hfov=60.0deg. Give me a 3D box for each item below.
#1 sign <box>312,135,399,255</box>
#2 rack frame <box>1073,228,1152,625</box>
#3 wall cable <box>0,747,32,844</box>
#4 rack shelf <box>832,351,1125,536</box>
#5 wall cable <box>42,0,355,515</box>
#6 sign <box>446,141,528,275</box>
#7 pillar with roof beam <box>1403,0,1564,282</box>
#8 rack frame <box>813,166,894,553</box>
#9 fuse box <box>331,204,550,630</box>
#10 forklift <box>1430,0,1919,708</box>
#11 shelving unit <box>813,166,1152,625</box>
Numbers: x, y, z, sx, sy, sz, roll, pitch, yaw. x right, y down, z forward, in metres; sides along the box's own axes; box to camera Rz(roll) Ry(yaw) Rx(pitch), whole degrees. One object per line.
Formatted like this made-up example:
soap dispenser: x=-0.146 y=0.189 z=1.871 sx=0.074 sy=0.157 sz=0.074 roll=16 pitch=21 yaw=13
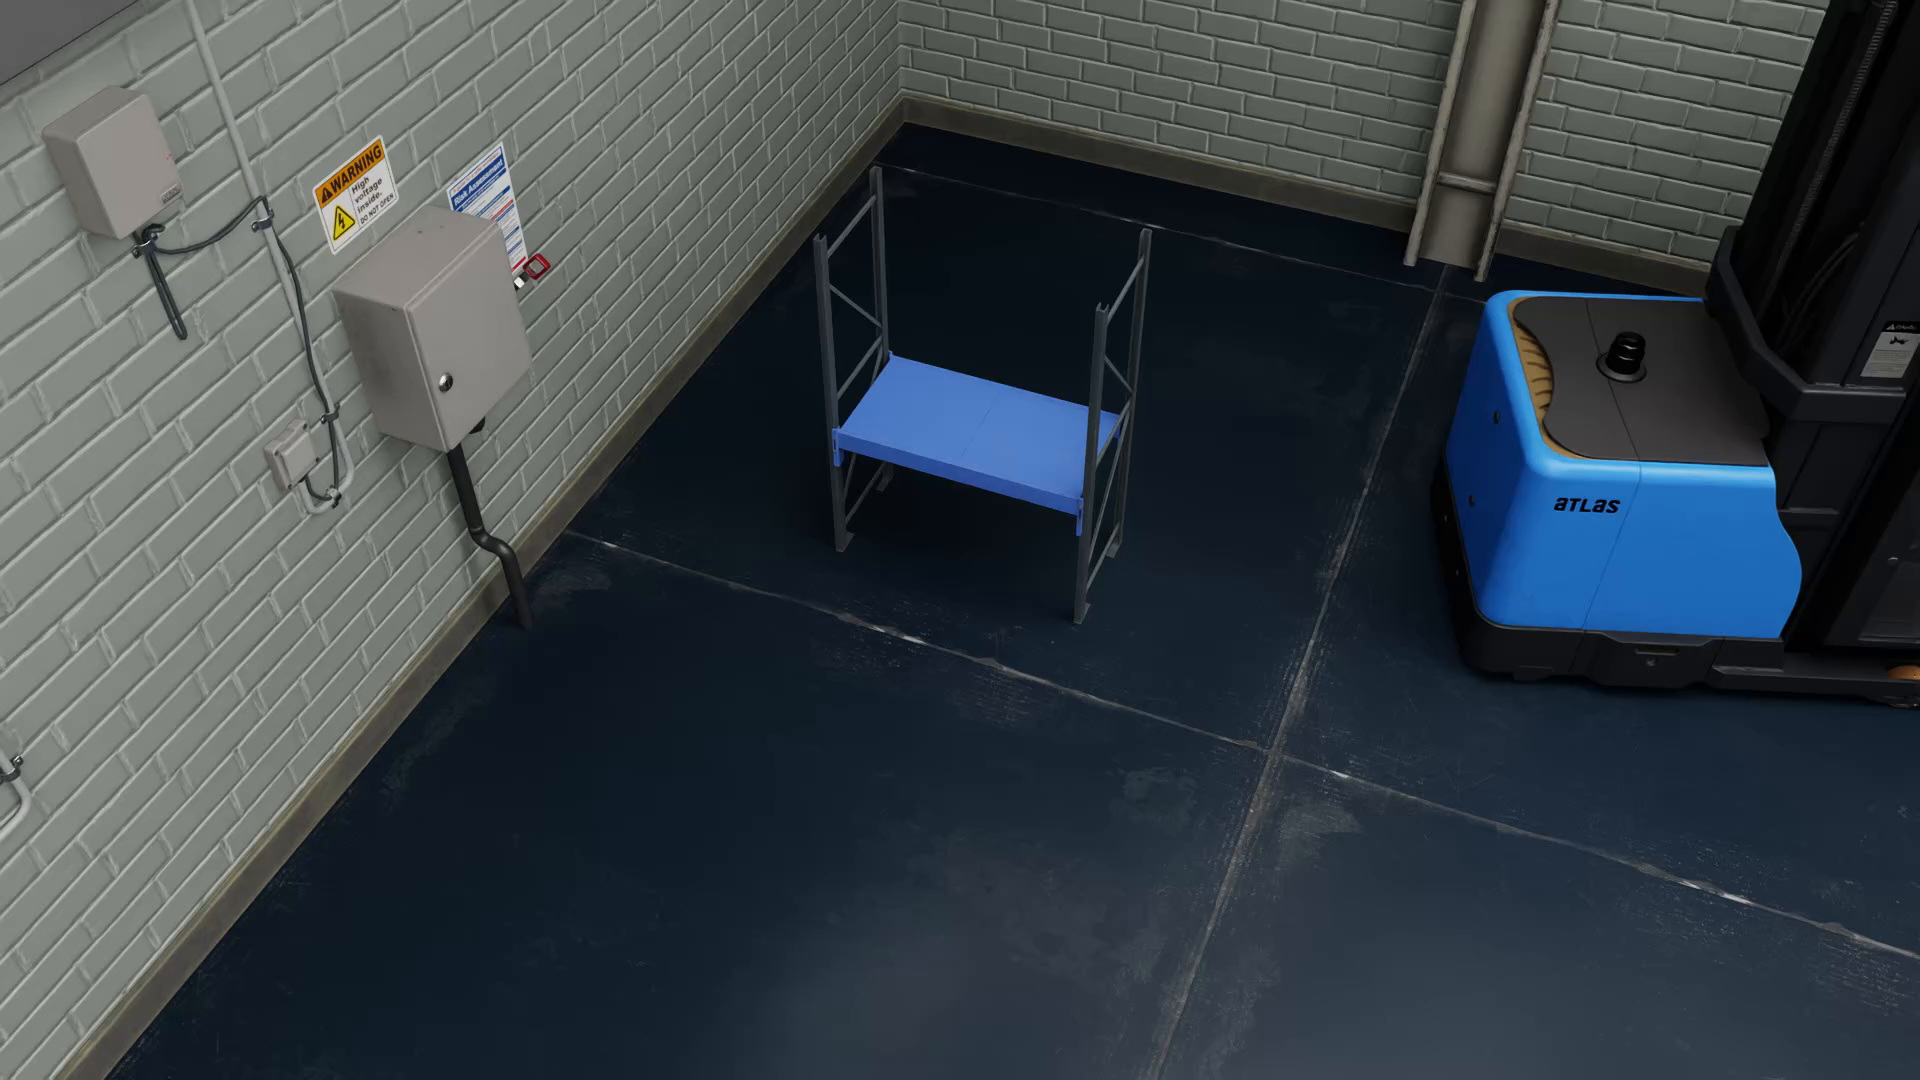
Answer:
sign: x=-1.850 y=-1.060 z=5.104 sx=0.001 sy=0.242 sz=0.339 roll=16 pitch=47 yaw=16
rack frame: x=0.548 y=-0.370 z=6.059 sx=0.032 sy=1.500 sz=0.500 roll=16 pitch=47 yaw=16
wall cable: x=-2.581 y=0.209 z=3.671 sx=0.123 sy=1.953 sz=0.585 roll=16 pitch=47 yaw=16
rack shelf: x=0.079 y=-0.381 z=6.325 sx=1.000 sy=0.185 sz=0.538 roll=16 pitch=47 yaw=16
wall cable: x=-2.046 y=-0.706 z=4.613 sx=0.122 sy=1.984 sz=0.588 roll=16 pitch=47 yaw=16
sign: x=-1.639 y=-1.091 z=5.788 sx=0.001 sy=0.494 sz=0.329 roll=16 pitch=47 yaw=16
pillar with roof beam: x=0.740 y=-1.779 z=2.158 sx=0.400 sy=9.000 sz=9.100 roll=16 pitch=47 yaw=16
rack frame: x=-0.390 y=-0.647 z=6.336 sx=0.032 sy=1.500 sz=0.500 roll=16 pitch=47 yaw=16
fuse box: x=-1.638 y=-0.291 z=5.829 sx=0.414 sy=1.711 sz=0.539 roll=16 pitch=47 yaw=16
forklift: x=3.414 y=-0.803 z=5.479 sx=3.031 sy=2.935 sz=1.130 roll=3 pitch=45 yaw=3
shelving unit: x=0.079 y=-0.508 z=6.198 sx=1.048 sy=1.500 sz=0.538 roll=16 pitch=47 yaw=16
